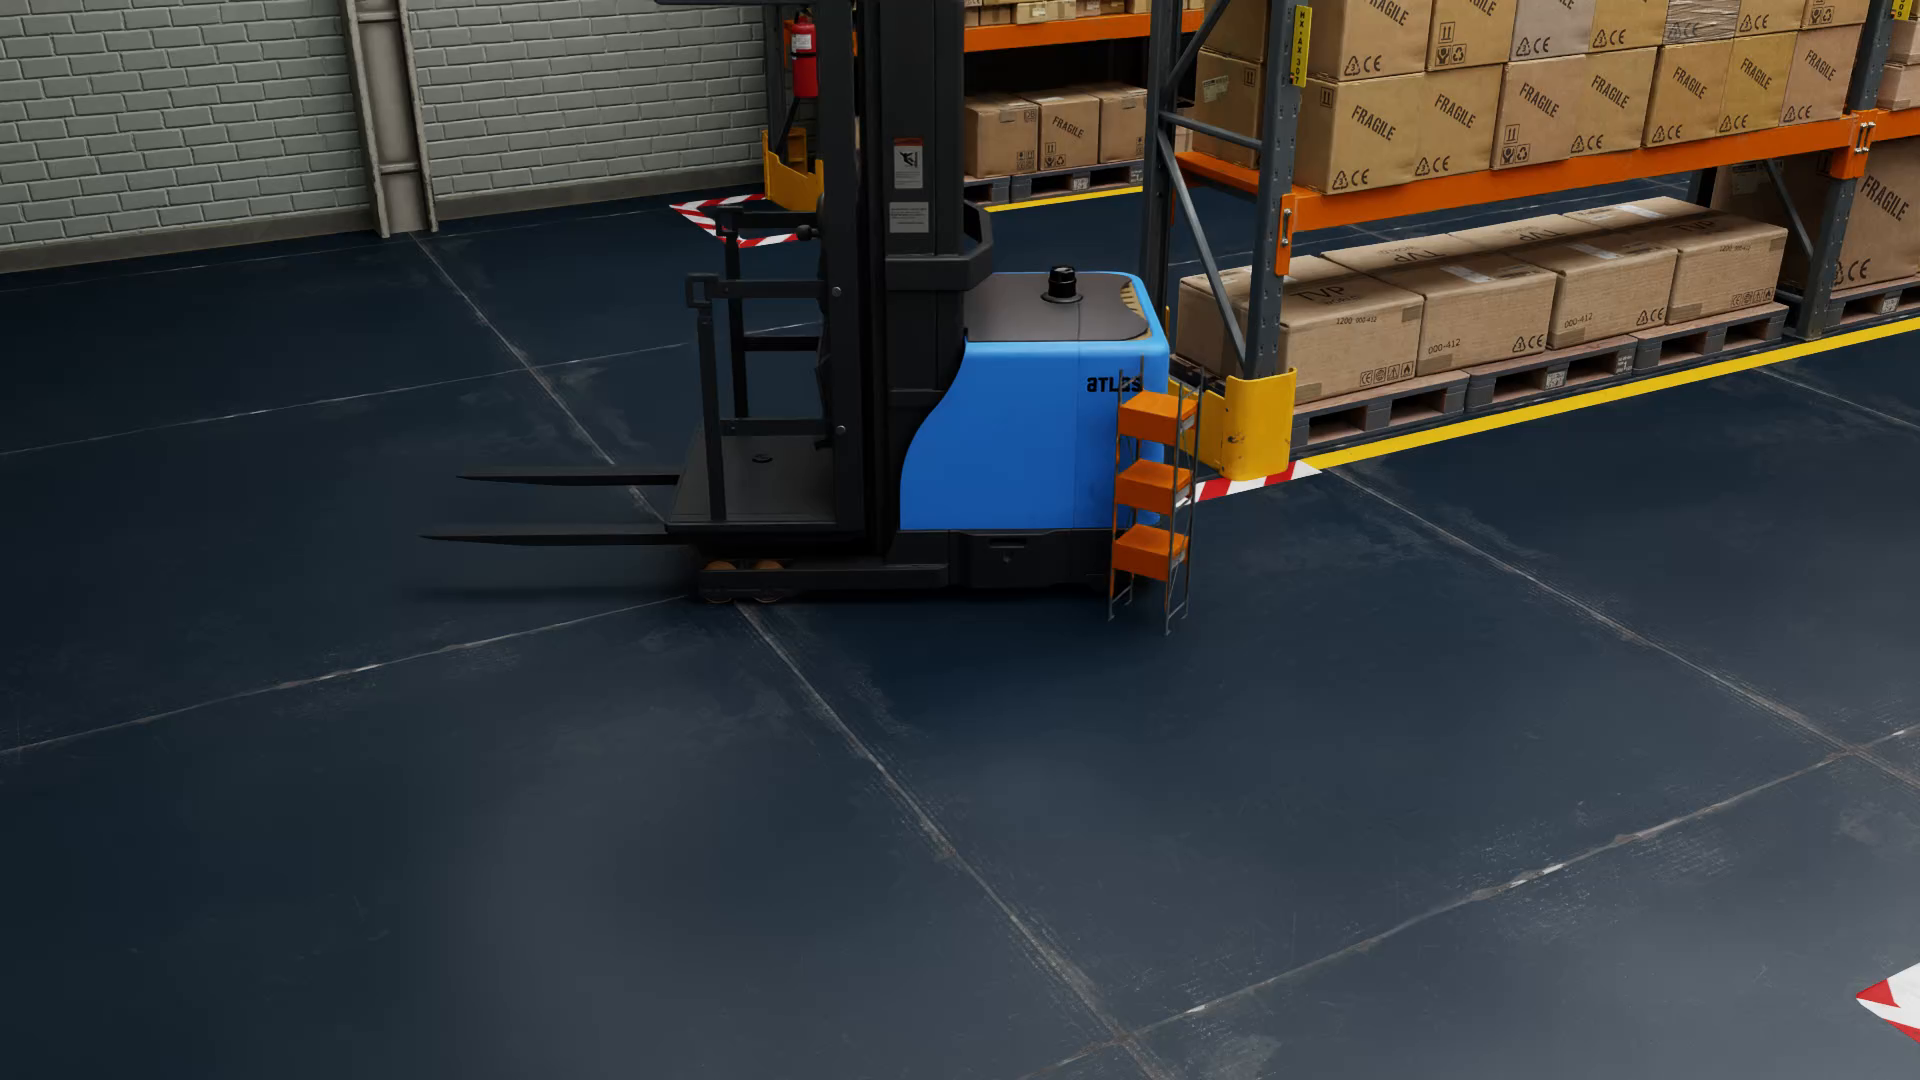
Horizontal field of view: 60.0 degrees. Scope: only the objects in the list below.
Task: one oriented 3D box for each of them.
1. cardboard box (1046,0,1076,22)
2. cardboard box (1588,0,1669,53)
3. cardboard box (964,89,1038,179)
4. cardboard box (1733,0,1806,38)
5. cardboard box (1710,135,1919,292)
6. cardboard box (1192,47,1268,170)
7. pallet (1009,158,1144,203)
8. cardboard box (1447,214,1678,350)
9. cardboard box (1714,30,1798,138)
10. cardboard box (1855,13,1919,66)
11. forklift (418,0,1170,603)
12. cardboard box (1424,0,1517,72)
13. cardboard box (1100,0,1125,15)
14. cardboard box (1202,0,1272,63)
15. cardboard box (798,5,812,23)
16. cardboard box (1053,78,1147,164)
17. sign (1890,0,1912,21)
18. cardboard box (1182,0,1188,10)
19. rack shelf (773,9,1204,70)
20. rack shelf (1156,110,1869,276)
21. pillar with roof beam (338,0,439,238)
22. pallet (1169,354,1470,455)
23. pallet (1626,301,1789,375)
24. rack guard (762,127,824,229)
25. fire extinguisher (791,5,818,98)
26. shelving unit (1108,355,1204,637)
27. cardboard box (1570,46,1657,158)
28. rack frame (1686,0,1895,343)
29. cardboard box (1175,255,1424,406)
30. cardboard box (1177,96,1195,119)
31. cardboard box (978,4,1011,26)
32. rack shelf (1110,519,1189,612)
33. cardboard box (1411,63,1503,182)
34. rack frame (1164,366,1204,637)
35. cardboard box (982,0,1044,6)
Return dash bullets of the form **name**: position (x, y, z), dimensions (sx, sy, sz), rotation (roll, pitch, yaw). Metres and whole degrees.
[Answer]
- **cardboard box**: position (0.652, -3.929, 12.257), dimensions (0.250, 0.149, 0.380), rotation (-12, 28, -24)
- **cardboard box**: position (3.089, -2.683, 8.101), dimensions (0.500, 0.500, 0.500), rotation (-13, 28, -25)
- **cardboard box**: position (0.206, -3.085, 12.613), dimensions (0.500, 0.500, 0.700), rotation (-12, 28, -23)
- **cardboard box**: position (3.980, -2.889, 8.530), dimensions (0.500, 0.500, 0.500), rotation (-13, 29, -26)
- **cardboard box**: position (5.227, -2.083, 10.093), dimensions (0.875, 0.875, 0.875), rotation (-12, 28, -24)
- **cardboard box**: position (1.490, -2.124, 8.094), dimensions (0.500, 0.500, 0.500), rotation (-13, 28, -25)
- **pallet**: position (0.695, -2.943, 13.136), dimensions (1.213, 0.211, 1.003), rotation (-13, 29, -25)
- **cardboard box**: position (3.324, -1.460, 9.299), dimensions (0.875, 0.438, 0.875), rotation (-14, 29, -27)
- **cardboard box**: position (3.978, -2.441, 8.753), dimensions (0.500, 0.500, 0.500), rotation (-14, 29, -26)
- **cardboard box**: position (5.239, -2.834, 9.284), dimensions (0.500, 0.250, 0.500), rotation (-14, 29, -27)
- **forklift**: position (-0.702, -1.298, 6.566), dimensions (3.031, 2.935, 1.130), rotation (-1, 26, -1)
- **cardboard box**: position (2.199, -2.473, 7.664), dimensions (0.500, 0.500, 0.500), rotation (-14, 29, -26)
- **cardboard box**: position (1.042, -4.076, 12.564), dimensions (0.250, 0.149, 0.380), rotation (-13, 28, -24)
- **cardboard box**: position (1.502, -2.565, 7.856), dimensions (0.500, 0.500, 0.500), rotation (-12, 28, -23)
- **cardboard box**: position (-0.984, -3.832, 12.055), dimensions (0.250, 0.149, 0.380), rotation (-13, 29, -26)
- **cardboard box**: position (1.122, -3.296, 13.053), dimensions (0.500, 0.500, 0.700), rotation (-14, 29, -27)
- **sign**: position (4.981, -2.909, 8.752), dimensions (0.005, 0.325, 0.100), rotation (-13, 29, -25)
- **cardboard box**: position (1.535, -4.148, 12.715), dimensions (0.250, 0.149, 0.380), rotation (-12, 28, -24)
- **rack shelf**: position (0.614, -3.858, 12.651), dimensions (4.000, 0.370, 1.077), rotation (-13, 29, -25)
- **rack shelf**: position (2.953, -1.963, 8.704), dimensions (4.000, 0.370, 1.077), rotation (-13, 29, -25)
- **pillar with roof beam**: position (-1.928, -4.630, 6.497), dimensions (0.400, 9.000, 9.100), rotation (-13, 29, -25)
- **pallet**: position (1.857, -0.816, 8.705), dimensions (1.213, 0.211, 1.003), rotation (-13, 29, -25)
- **pallet**: position (4.010, -1.313, 9.740), dimensions (1.213, 0.211, 1.003), rotation (-13, 29, -25)
- **rack guard**: position (-1.083, -2.664, 12.220), dimensions (0.348, 0.500, 1.175), rotation (-13, 29, -25)
- **fire extinguisher**: position (-1.063, -3.366, 11.314), dimensions (0.183, 0.674, 0.296), rotation (-13, 29, -25)
- **shelving unit**: position (0.746, -0.162, 6.373), dimensions (0.252, 1.050, 0.215), rotation (15, 30, 28)
- **cardboard box**: position (3.072, -2.232, 8.318), dimensions (0.500, 0.500, 0.500), rotation (-12, 28, -23)
- **rack frame**: position (4.718, -2.695, 9.397), dimensions (0.127, 3.000, 1.000), rotation (-13, 29, -25)
- **cardboard box**: position (1.724, -1.087, 8.523), dimensions (0.875, 0.438, 0.875), rotation (-14, 29, -27)
- **cardboard box**: position (1.685, -3.523, 13.742), dimensions (0.500, 0.311, 0.500), rotation (-12, 28, -23)
- **cardboard box**: position (0.170, -3.844, 12.082), dimensions (0.250, 0.149, 0.380), rotation (-13, 28, -24)
- **rack shelf**: position (0.746, 0.098, 6.499), dimensions (0.240, 0.259, 0.215), rotation (15, 30, 28)
- **cardboard box**: position (2.180, -2.027, 7.890), dimensions (0.500, 0.500, 0.500), rotation (-13, 29, -26)
- **rack frame**: position (0.850, -0.134, 6.316), dimensions (0.008, 1.050, 0.200), rotation (15, 30, 28)
- **cardboard box**: position (0.267, -4.038, 12.025), dimensions (0.500, 0.250, 0.500), rotation (-14, 29, -26)
